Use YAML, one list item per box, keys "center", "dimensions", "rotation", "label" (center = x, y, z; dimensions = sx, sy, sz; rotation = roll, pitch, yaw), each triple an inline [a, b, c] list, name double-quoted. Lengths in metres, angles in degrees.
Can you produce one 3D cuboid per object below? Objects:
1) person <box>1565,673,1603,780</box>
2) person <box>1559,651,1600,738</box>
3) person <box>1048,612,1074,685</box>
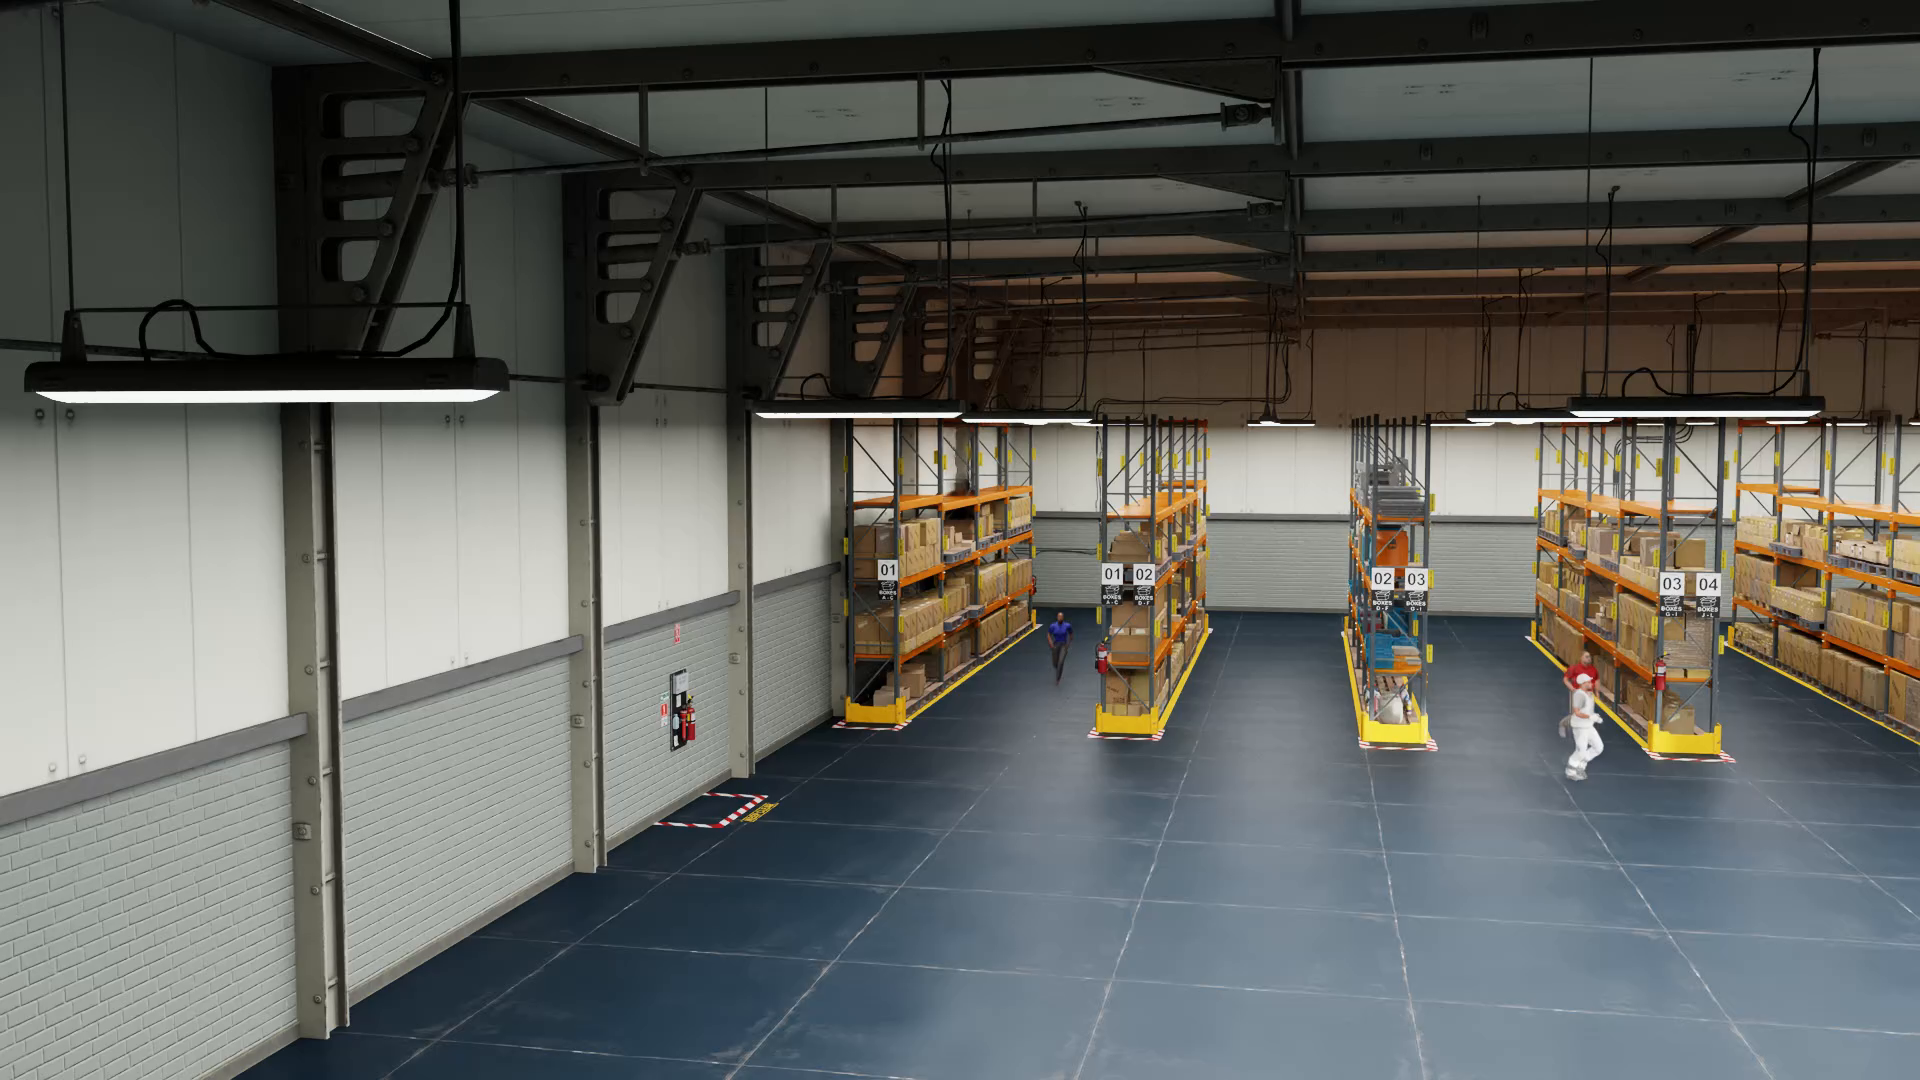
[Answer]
- center: [10.143, 3.039, 26.956]
  dimensions: [0.624, 1.751, 0.638]
  rotation: [3, 5, 39]
  label: "person"
- center: [11.335, 2.866, 30.323]
  dimensions: [0.689, 1.683, 0.716]
  rotation: [-1, 4, -9]
  label: "person"
- center: [2.272, 2.430, 37.521]
  dimensions: [0.598, 1.628, 0.691]
  rotation: [0, 4, 7]
  label: "person"
